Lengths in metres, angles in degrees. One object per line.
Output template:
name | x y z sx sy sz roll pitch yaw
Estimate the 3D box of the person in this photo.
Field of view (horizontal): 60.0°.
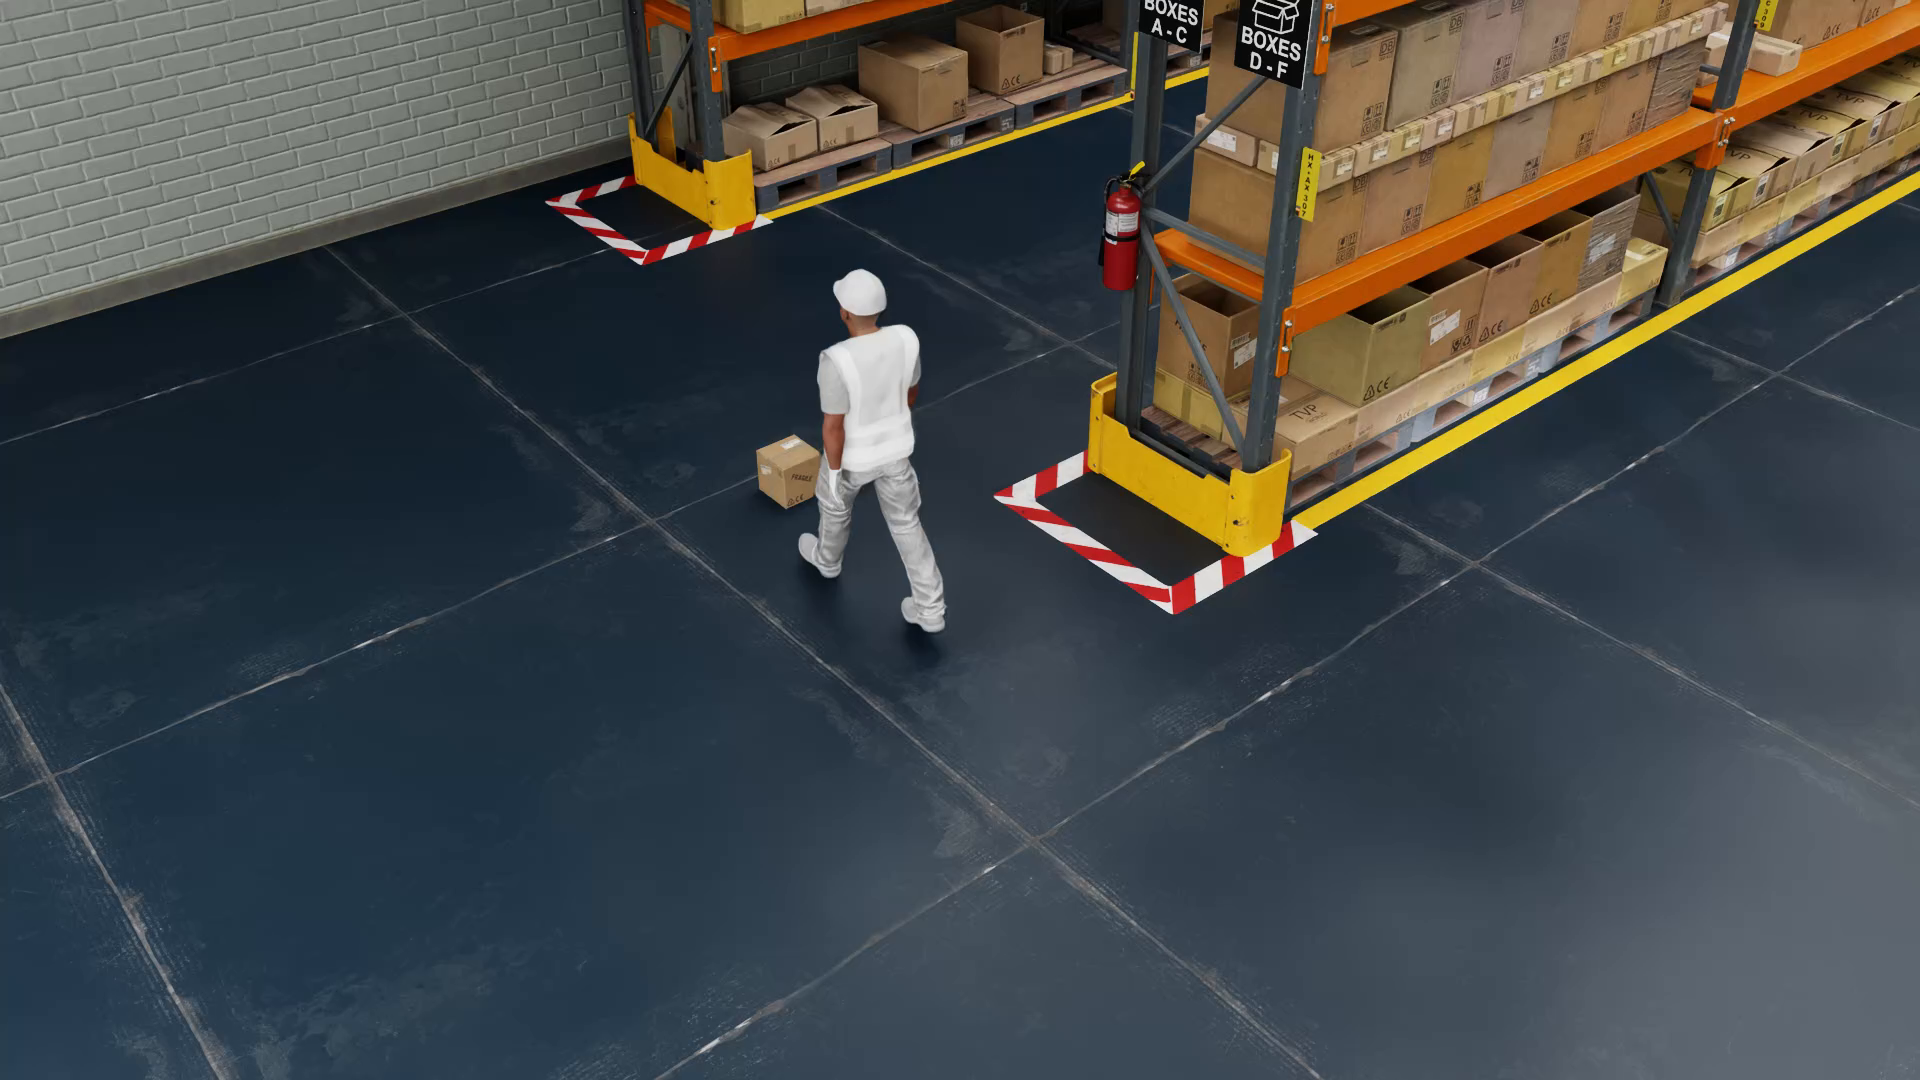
person | -0.432 -0.444 7.684 0.560 1.746 1.018 -20 40 -26
